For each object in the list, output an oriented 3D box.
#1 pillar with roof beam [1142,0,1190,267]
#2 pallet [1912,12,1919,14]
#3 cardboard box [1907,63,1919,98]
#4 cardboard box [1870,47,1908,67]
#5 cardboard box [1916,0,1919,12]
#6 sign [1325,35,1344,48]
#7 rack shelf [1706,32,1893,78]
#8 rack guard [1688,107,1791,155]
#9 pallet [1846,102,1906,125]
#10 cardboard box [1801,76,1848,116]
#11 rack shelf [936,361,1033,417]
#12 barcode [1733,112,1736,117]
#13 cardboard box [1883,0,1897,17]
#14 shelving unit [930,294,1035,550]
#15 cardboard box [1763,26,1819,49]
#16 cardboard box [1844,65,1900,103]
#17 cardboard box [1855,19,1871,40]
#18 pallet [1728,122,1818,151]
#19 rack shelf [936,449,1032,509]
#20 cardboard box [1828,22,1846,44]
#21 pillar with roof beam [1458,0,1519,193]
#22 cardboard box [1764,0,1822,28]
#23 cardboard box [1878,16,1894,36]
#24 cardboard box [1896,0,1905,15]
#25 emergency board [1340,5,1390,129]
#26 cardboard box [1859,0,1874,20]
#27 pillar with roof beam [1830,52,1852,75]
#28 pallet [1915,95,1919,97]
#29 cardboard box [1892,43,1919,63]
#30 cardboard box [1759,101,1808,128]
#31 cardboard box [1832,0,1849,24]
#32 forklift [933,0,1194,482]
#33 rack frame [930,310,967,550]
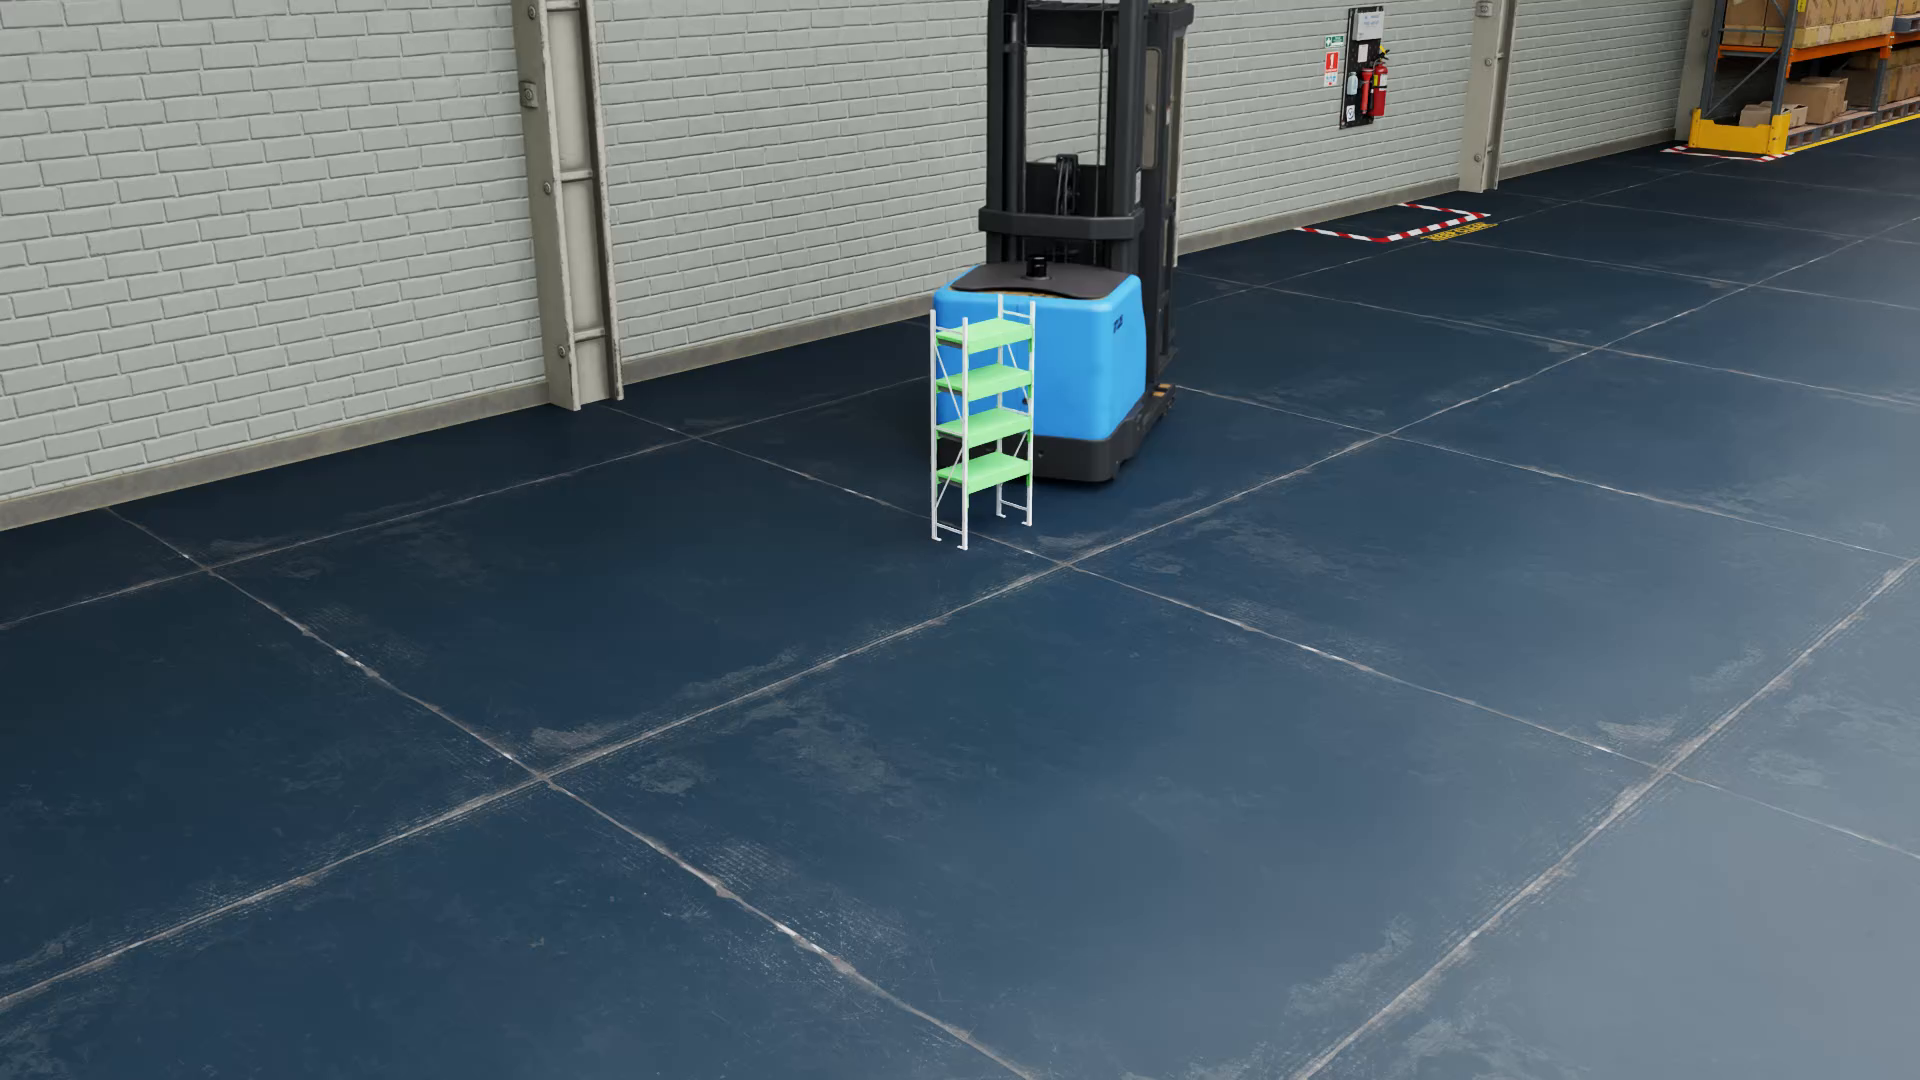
[{"bbox_3d":[4.802,-5.588,10.571,9.100,9.000,0.400,19,28,41],"label":"pillar with roof beam"},{"bbox_3d":[14.449,-8.002,25.479,1.003,0.211,1.213,19,28,41],"label":"pallet"},{"bbox_3d":[14.567,-7.213,26.030,0.700,0.500,0.500,19,28,40],"label":"cardboard box"},{"bbox_3d":[14.177,-7.413,25.505,0.500,0.250,0.500,18,28,39],"label":"cardboard box"},{"bbox_3d":[14.222,-8.275,25.171,0.500,0.500,0.700,-16,26,-35],"label":"cardboard box"},{"bbox_3d":[3.702,-4.929,16.429,0.001,0.109,0.331,19,28,41],"label":"sign"},{"bbox_3d":[11.615,-6.732,22.912,1.077,0.370,4.000,19,28,41],"label":"rack shelf"},{"bbox_3d":[10.273,-5.407,21.944,1.175,0.500,0.348,19,28,41],"label":"rack guard"},{"bbox_3d":[13.553,-6.481,25.142,1.003,0.211,1.213,19,28,41],"label":"pallet"},{"bbox_3d":[12.315,-6.344,23.769,0.500,0.500,0.500,17,27,37],"label":"cardboard box"},{"bbox_3d":[0.115,-0.767,8.407,0.258,0.148,0.480,19,28,41],"label":"rack shelf"},{"bbox_3d":[10.493,-5.769,22.524,0.001,0.075,0.075,19,28,41],"label":"barcode"},{"bbox_3d":[12.902,-7.673,23.491,0.500,0.500,0.500,19,28,41],"label":"cardboard box"},{"bbox_3d":[0.115,-0.603,8.470,0.258,1.200,0.503,19,28,41],"label":"shelving unit"},{"bbox_3d":[10.788,-6.539,21.588,0.500,0.250,0.500,18,28,39],"label":"cardboard box"},{"bbox_3d":[13.837,-6.959,25.371,0.700,0.500,0.500,19,28,40],"label":"cardboard box"},{"bbox_3d":[12.204,-7.065,22.955,0.500,0.250,0.500,19,28,40],"label":"cardboard box"},{"bbox_3d":[10.865,-5.472,22.516,1.003,0.211,1.213,19,28,41],"label":"pallet"},{"bbox_3d":[0.115,-0.319,8.579,0.258,0.148,0.480,19,28,41],"label":"rack shelf"},{"bbox_3d":[11.500,-6.806,22.281,0.500,0.250,0.500,19,28,40],"label":"cardboard box"},{"bbox_3d":[8.988,-7.131,14.584,9.100,9.000,0.400,19,28,41],"label":"pillar with roof beam"},{"bbox_3d":[10.769,-6.891,21.457,0.500,0.500,0.500,19,28,41],"label":"cardboard box"},{"bbox_3d":[12.897,-7.324,23.629,0.500,0.250,0.500,19,28,41],"label":"cardboard box"},{"bbox_3d":[13.390,-7.956,24.341,0.700,0.500,0.500,19,28,41],"label":"cardboard box"},{"bbox_3d":[4.152,-4.782,16.836,0.194,1.169,0.643,19,28,41],"label":"emergency board"},{"bbox_3d":[12.199,-7.416,22.824,0.500,0.500,0.500,18,28,39],"label":"cardboard box"},{"bbox_3d":[17.359,-10.215,22.610,9.100,9.000,0.400,19,28,41],"label":"pillar with roof beam"},{"bbox_3d":[15.255,-7.108,26.774,1.003,0.211,1.213,19,28,41],"label":"pallet"},{"bbox_3d":[14.894,-7.670,26.174,0.500,0.250,0.500,-20,28,-41],"label":"cardboard box"},{"bbox_3d":[11.165,-5.806,22.634,0.500,0.311,0.500,-17,27,-38],"label":"cardboard box"},{"bbox_3d":[11.485,-7.147,22.123,0.500,0.500,0.500,18,27,39],"label":"cardboard box"},{"bbox_3d":[0.768,-2.186,10.177,1.130,2.935,3.031,7,22,16],"label":"forklift"},{"bbox_3d":[-0.055,-0.540,8.307,0.240,1.200,0.015,19,28,41],"label":"rack frame"}]
